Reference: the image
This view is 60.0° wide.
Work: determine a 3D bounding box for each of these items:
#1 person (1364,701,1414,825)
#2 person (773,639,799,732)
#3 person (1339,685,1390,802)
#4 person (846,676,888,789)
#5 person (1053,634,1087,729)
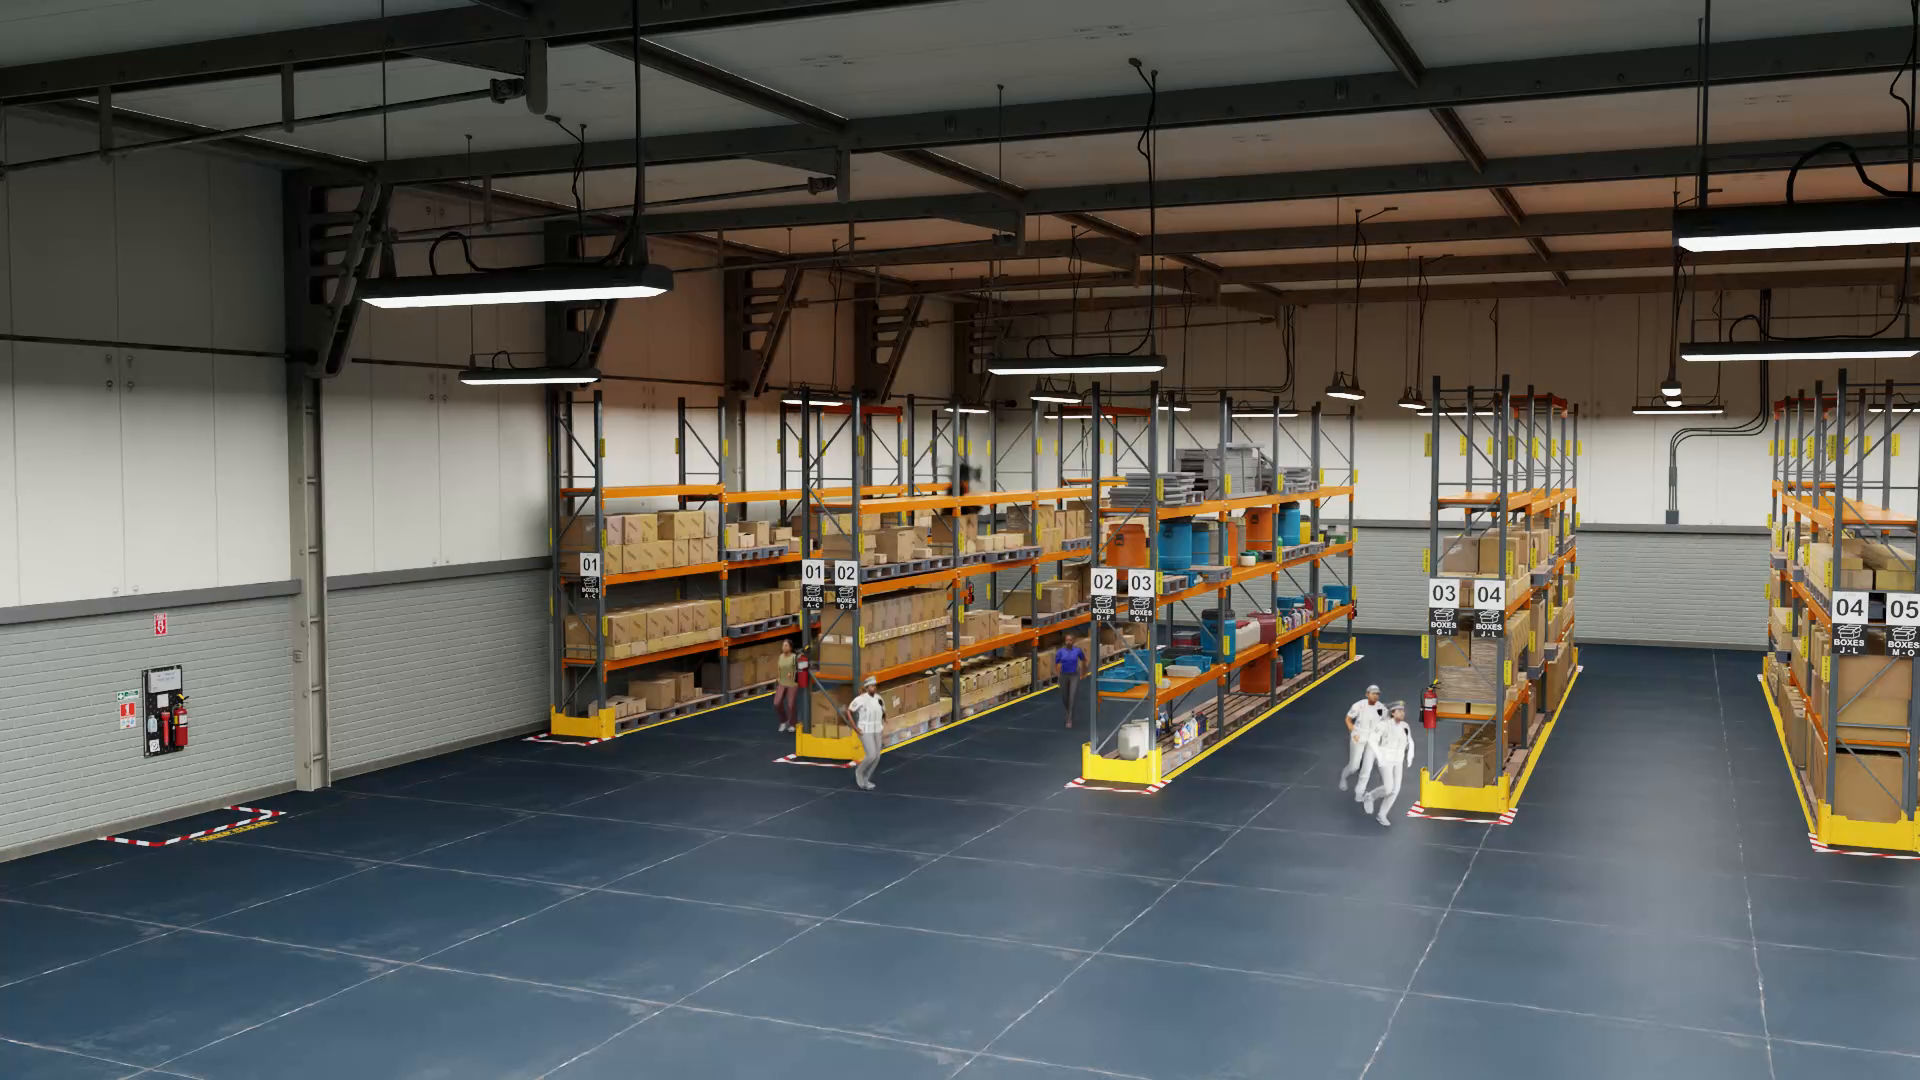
[{"bbox_3d":[5.790,2.961,22.298,0.645,1.656,0.525,-1,3,-19],"label":"person"},{"bbox_3d":[-3.004,2.553,29.088,0.581,1.647,0.623,1,3,21],"label":"person"},{"bbox_3d":[5.834,2.881,23.838,0.694,1.632,0.673,0,3,3],"label":"person"},{"bbox_3d":[-1.301,2.813,24.286,0.604,1.670,0.546,-2,4,-38],"label":"person"},{"bbox_3d":[1.972,2.518,29.916,0.587,1.655,0.902,1,3,11],"label":"person"}]
